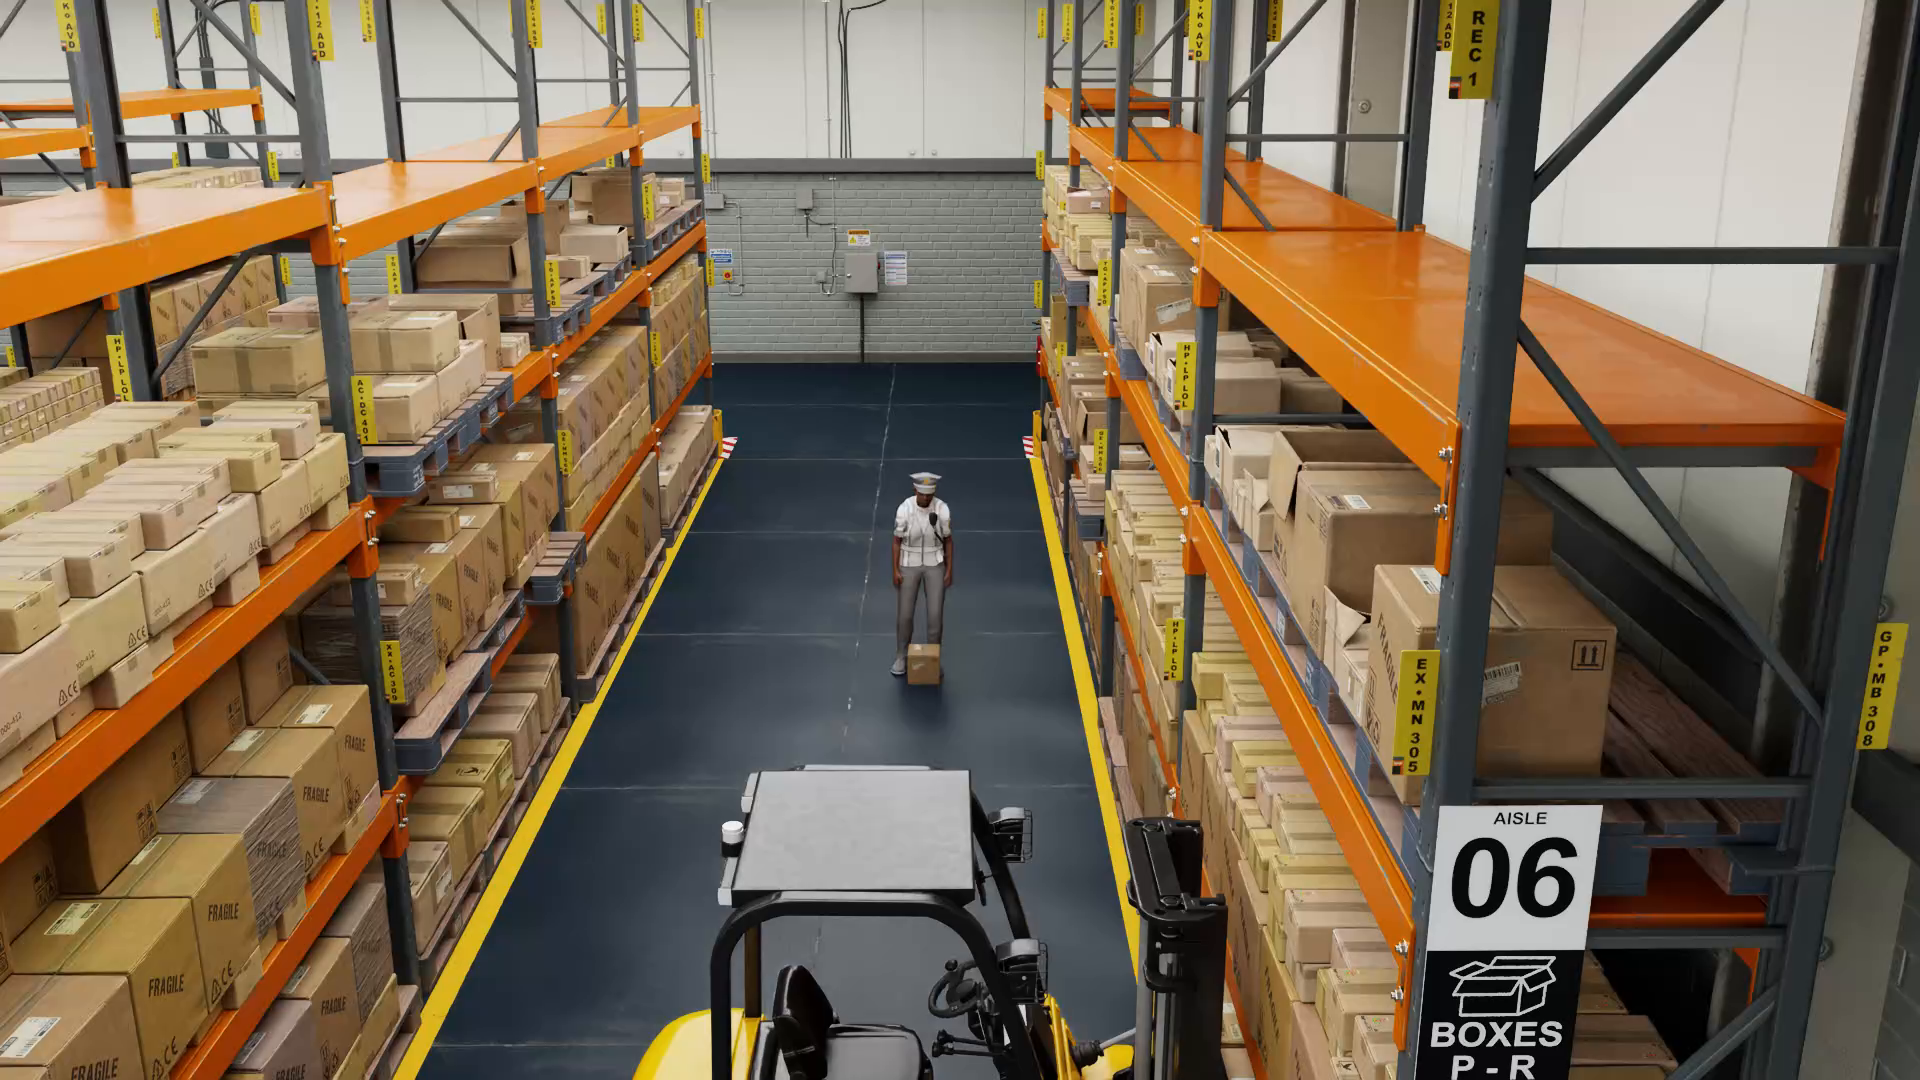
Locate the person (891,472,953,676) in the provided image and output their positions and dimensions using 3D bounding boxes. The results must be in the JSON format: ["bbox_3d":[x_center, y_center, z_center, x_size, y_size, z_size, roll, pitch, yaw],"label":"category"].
[{"bbox_3d":[-0.305,0.255,13.255,0.512,1.656,0.426,-1,17,-3],"label":"person"}]
